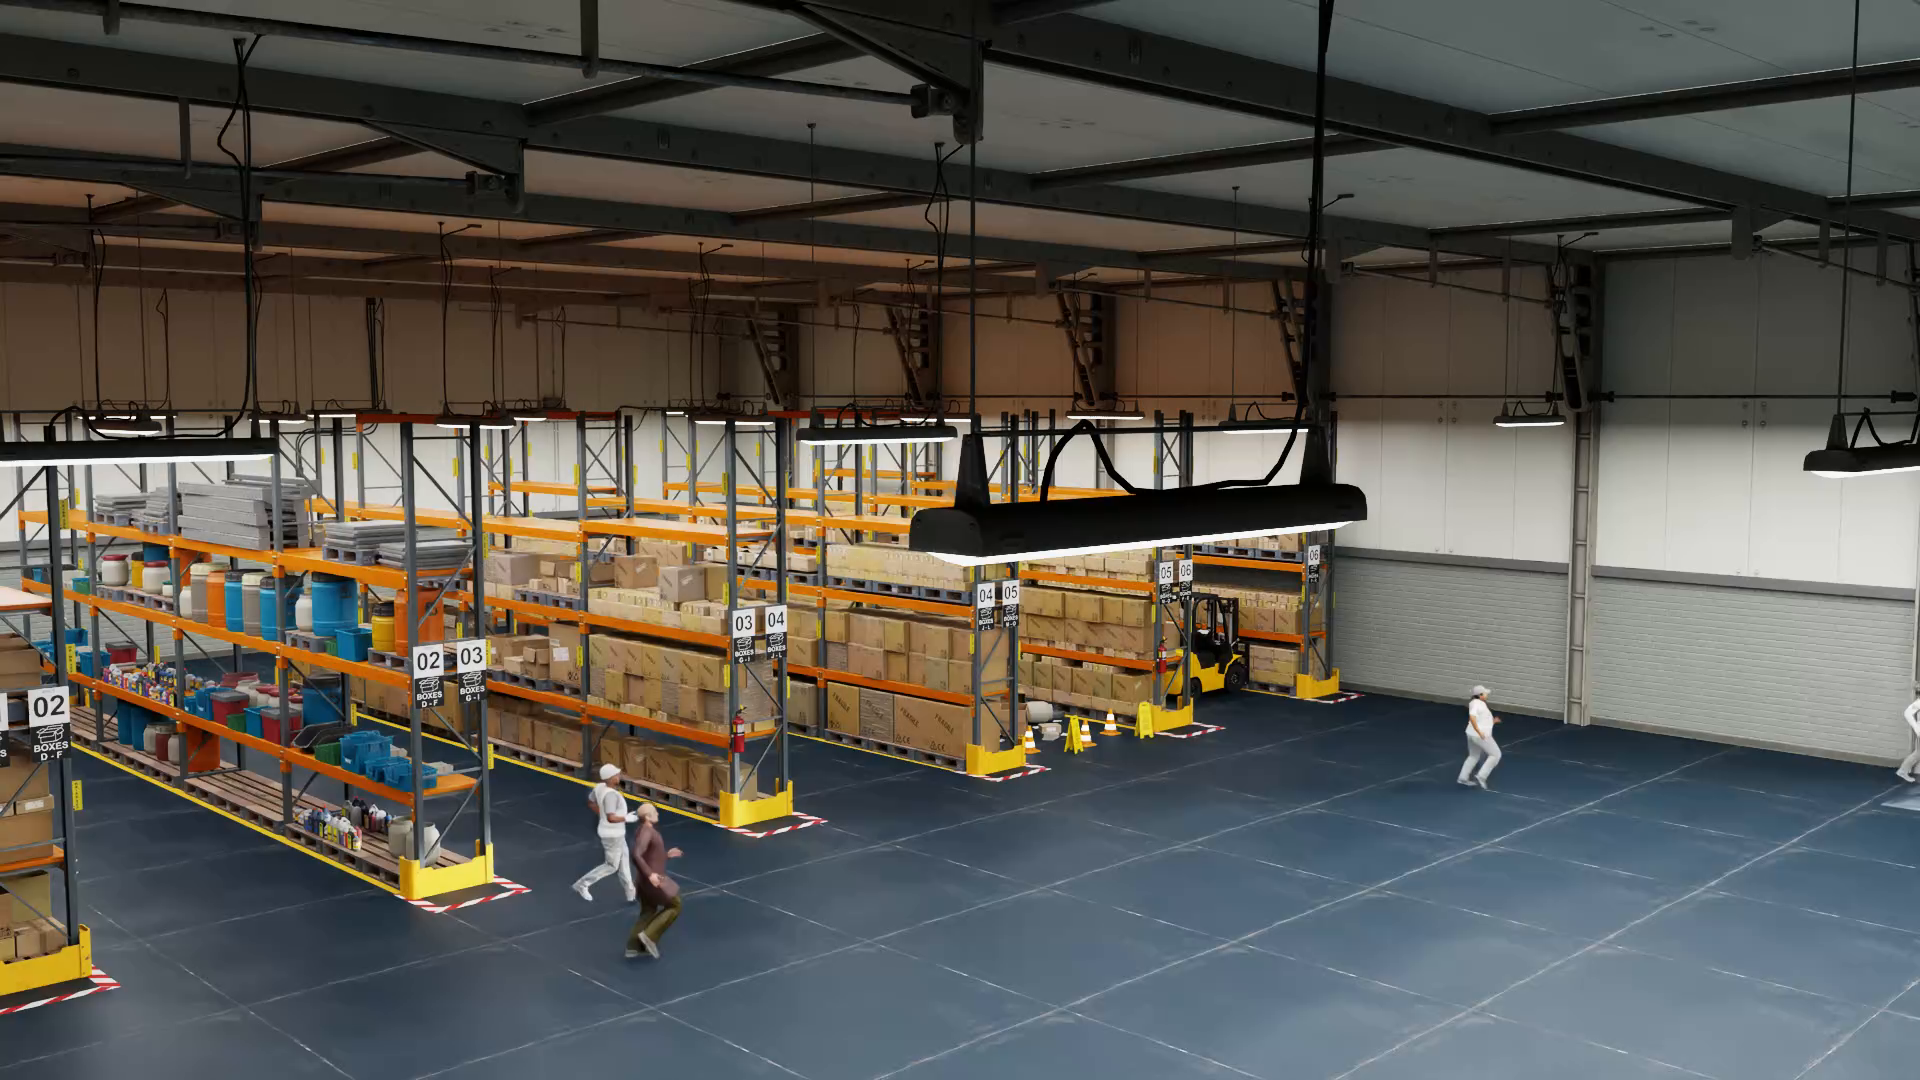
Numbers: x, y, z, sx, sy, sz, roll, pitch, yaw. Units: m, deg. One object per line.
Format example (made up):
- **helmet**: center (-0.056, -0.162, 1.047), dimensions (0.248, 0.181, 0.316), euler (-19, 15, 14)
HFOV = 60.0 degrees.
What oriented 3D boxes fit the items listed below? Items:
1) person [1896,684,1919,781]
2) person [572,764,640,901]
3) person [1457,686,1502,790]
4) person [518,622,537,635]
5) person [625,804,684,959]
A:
- **person**: center (15.623, 3.139, 26.891), dimensions (0.774, 1.716, 0.608), euler (3, 6, 34)
- **person**: center (-4.316, 3.643, 20.572), dimensions (0.976, 1.768, 0.688), euler (-2, 5, -19)
- **person**: center (8.389, 3.184, 26.792), dimensions (0.682, 1.679, 0.577), euler (0, 5, -4)
- **person**: center (-10.657, 1.948, 40.835), dimensions (0.895, 1.662, 0.591), euler (1, 5, 7)
- **person**: center (-3.430, 3.820, 18.694), dimensions (0.702, 1.743, 0.682), euler (-2, 5, -25)
